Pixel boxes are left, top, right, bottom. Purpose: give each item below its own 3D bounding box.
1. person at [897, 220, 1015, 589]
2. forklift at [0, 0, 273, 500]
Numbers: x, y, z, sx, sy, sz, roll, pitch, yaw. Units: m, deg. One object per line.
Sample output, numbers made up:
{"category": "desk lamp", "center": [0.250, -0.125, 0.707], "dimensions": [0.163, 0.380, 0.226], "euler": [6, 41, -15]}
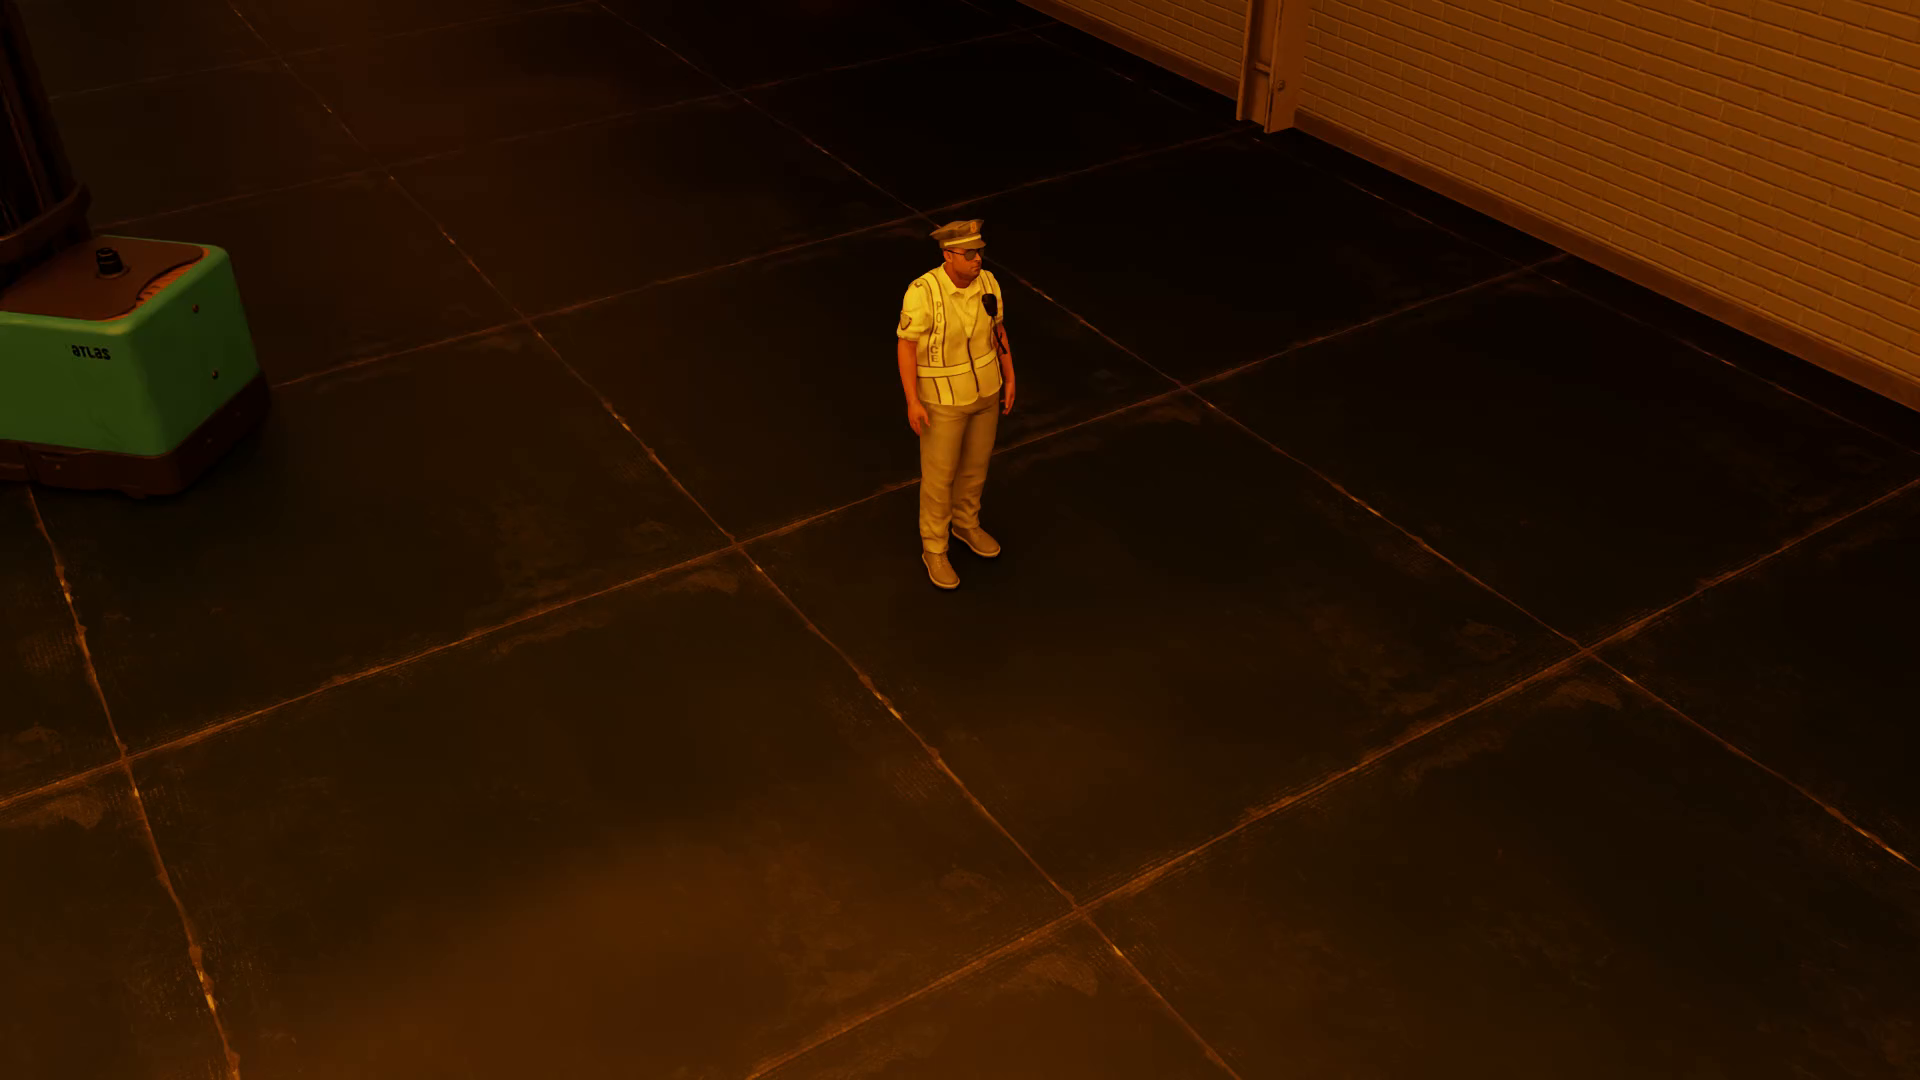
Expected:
{"category": "person", "center": [0.032, -0.694, 8.122], "dimensions": [0.640, 1.781, 0.575], "euler": [-21, 40, -27]}
{"category": "forklift", "center": [-5.570, -1.840, 8.766], "dimensions": [3.031, 2.935, 1.130], "euler": [7, 36, 10]}
